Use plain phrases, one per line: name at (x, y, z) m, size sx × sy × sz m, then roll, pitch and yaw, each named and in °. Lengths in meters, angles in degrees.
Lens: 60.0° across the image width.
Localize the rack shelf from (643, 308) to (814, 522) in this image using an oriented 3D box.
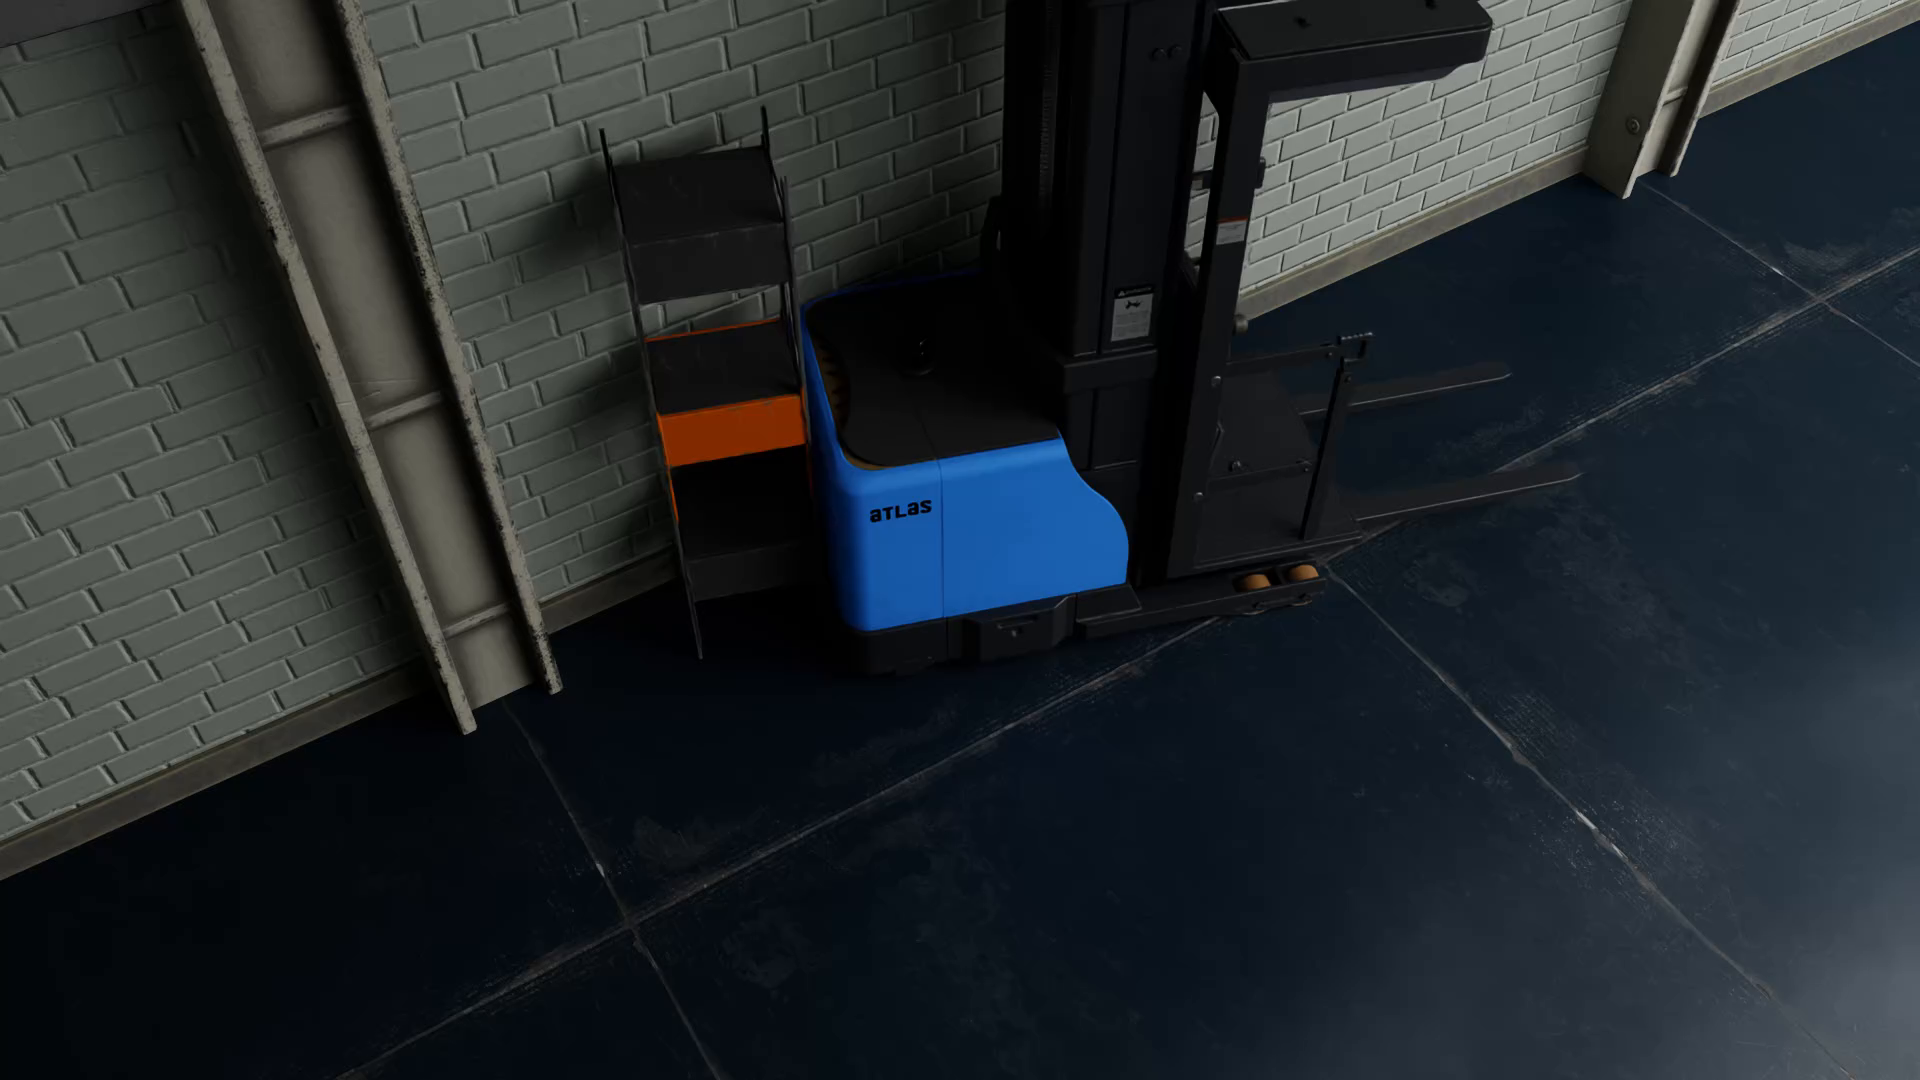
rack shelf at (-0.790, -0.426, 5.687) m, size 0.480 × 0.518 × 0.431 m, roll -10°, pitch 49°, yaw -9°

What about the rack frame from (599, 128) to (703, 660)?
rack frame at (-1.027, -0.391, 5.638) m, size 0.015 × 2.100 × 0.400 m, roll -10°, pitch 49°, yaw -9°

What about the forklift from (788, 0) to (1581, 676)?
forklift at (0.928, -1.060, 5.677) m, size 3.031 × 2.935 × 1.130 m, roll -10°, pitch 49°, yaw -9°

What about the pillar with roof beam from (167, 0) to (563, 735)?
pillar with roof beam at (0.570, 0.263, 0.435) m, size 0.400 × 9.000 × 9.100 m, roll -25°, pitch 53°, yaw -21°

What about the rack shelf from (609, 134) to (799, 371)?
rack shelf at (-0.790, -0.891, 5.164) m, size 0.480 × 0.518 × 0.431 m, roll -10°, pitch 49°, yaw -9°

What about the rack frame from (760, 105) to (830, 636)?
rack frame at (-0.553, -0.479, 5.715) m, size 0.015 × 2.100 × 0.400 m, roll -10°, pitch 49°, yaw -9°

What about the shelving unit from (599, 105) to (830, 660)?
shelving unit at (-0.790, -0.435, 5.677) m, size 0.503 × 2.100 × 0.431 m, roll -10°, pitch 49°, yaw -9°

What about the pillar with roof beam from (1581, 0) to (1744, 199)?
pillar with roof beam at (5.644, -2.128, 2.564) m, size 0.400 × 9.000 × 9.100 m, roll -25°, pitch 53°, yaw -21°

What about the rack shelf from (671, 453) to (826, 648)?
rack shelf at (-0.790, 0.040, 6.209) m, size 0.480 × 0.518 × 0.431 m, roll -10°, pitch 49°, yaw -9°
